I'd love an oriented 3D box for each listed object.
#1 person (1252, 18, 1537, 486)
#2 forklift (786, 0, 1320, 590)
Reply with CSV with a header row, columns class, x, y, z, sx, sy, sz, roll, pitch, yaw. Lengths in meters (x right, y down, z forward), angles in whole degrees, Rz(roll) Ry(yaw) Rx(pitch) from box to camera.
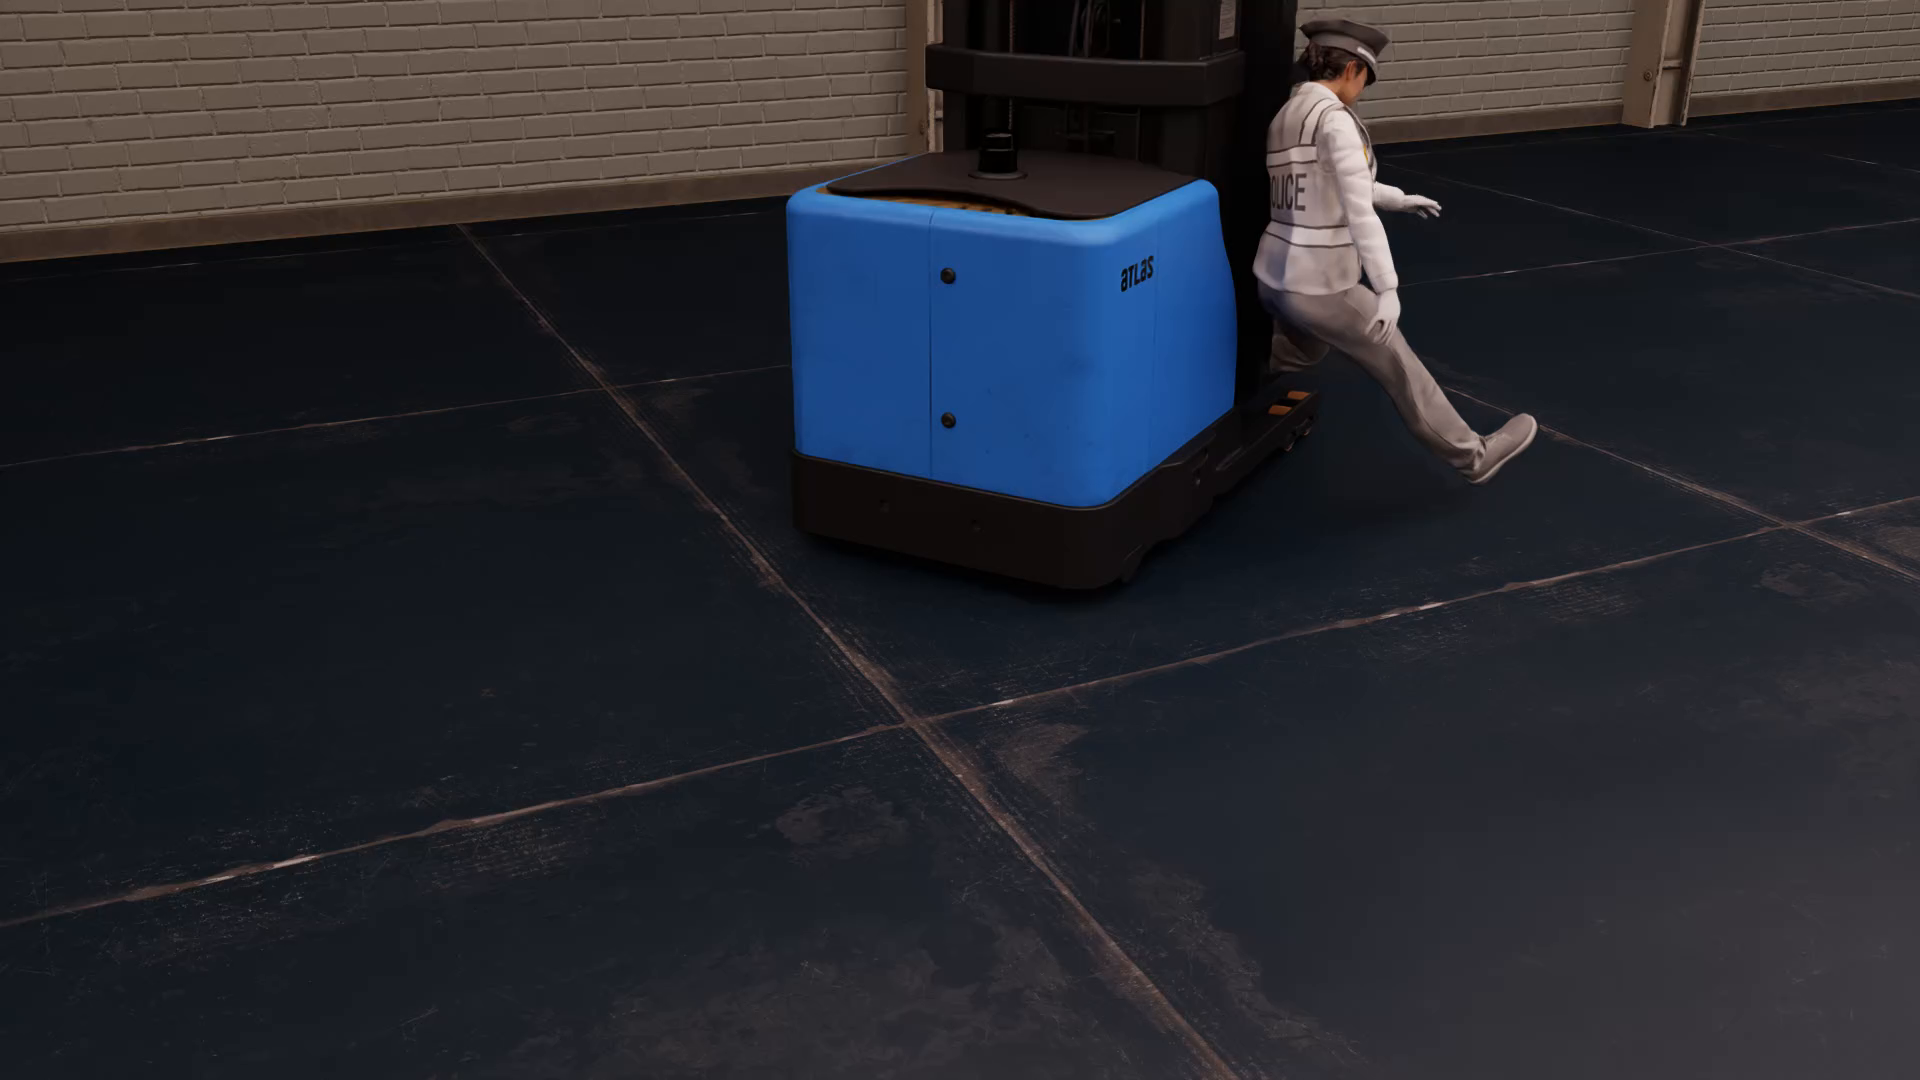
class,x,y,z,sx,sy,sz,roll,pitch,yaw
person,1.285,-0.887,5.201,1.045,1.439,0.904,-6,23,-13
forklift,0.649,-1.739,5.472,1.130,2.935,3.031,12,25,27
